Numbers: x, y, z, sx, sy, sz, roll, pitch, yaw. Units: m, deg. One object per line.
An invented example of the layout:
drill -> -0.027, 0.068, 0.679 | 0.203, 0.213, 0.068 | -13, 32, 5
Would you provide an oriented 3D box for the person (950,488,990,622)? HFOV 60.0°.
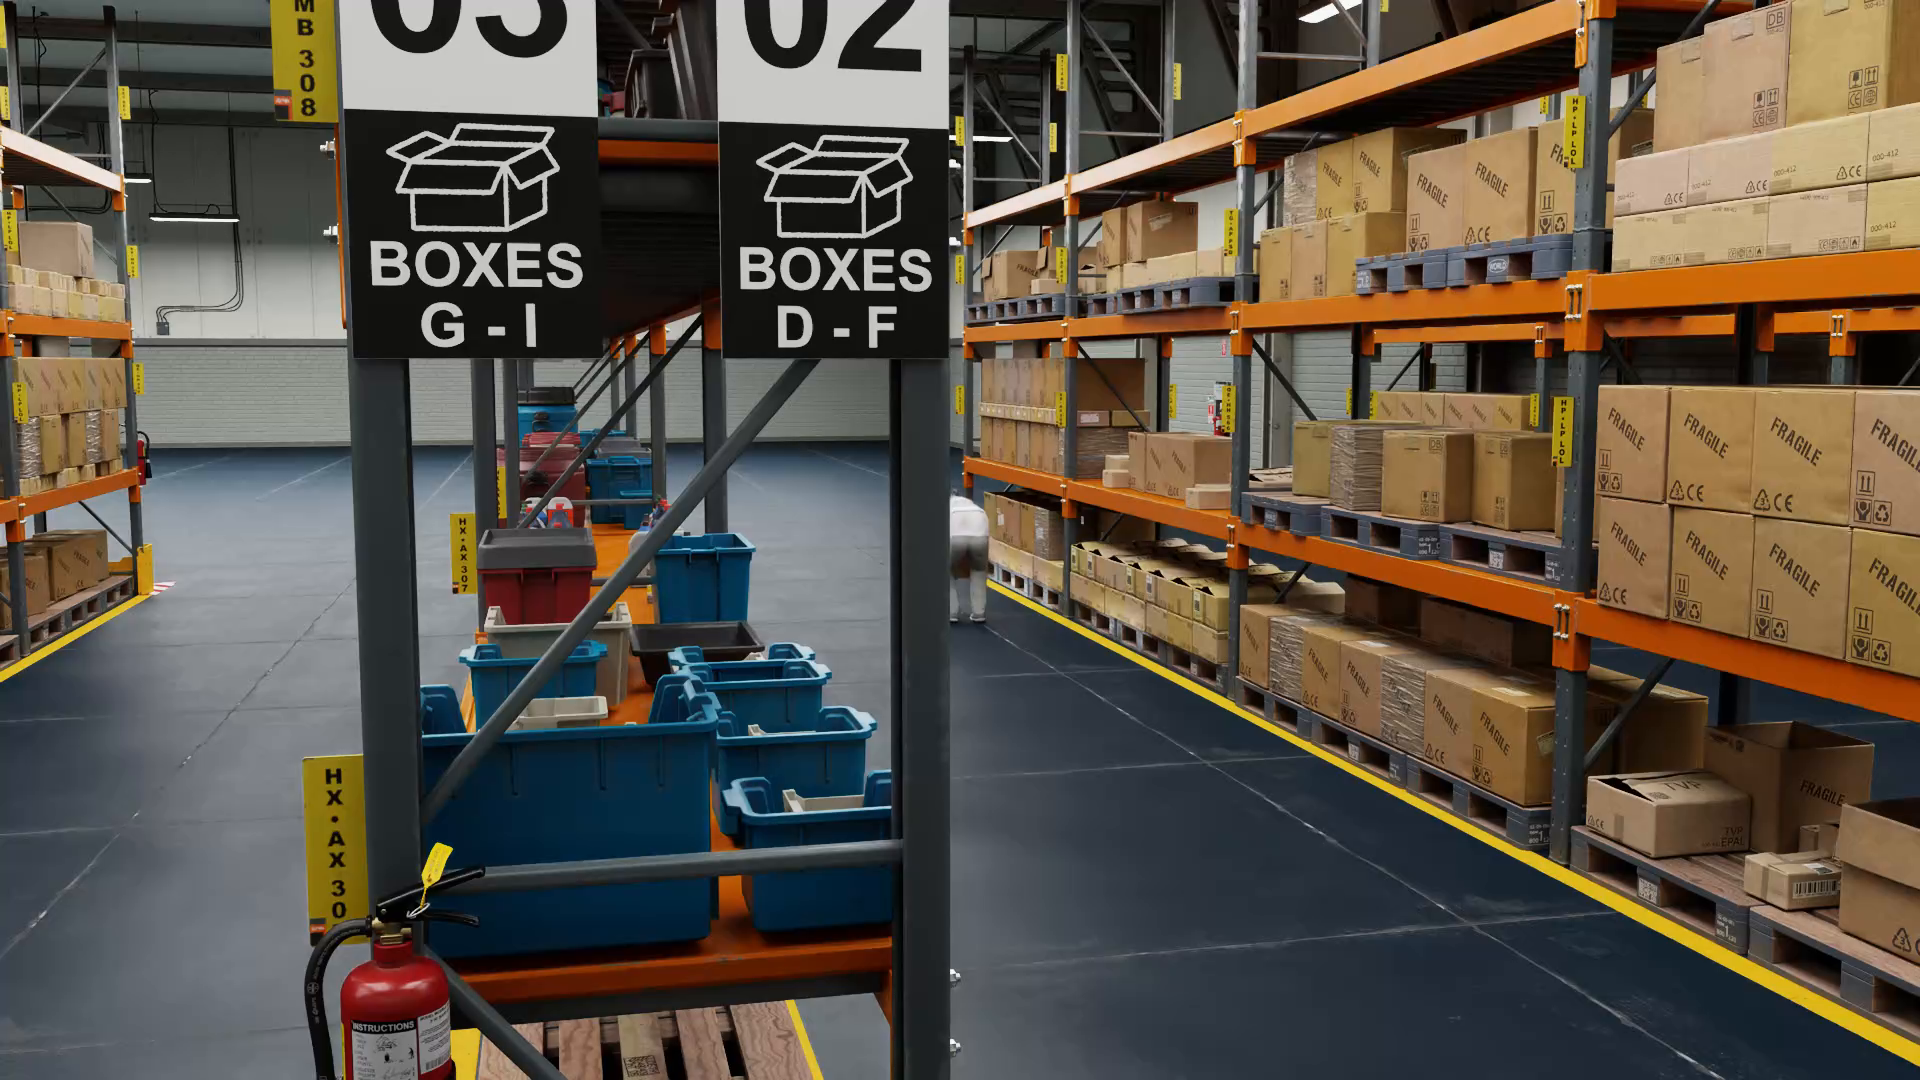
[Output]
person -> -0.013, 0.136, 15.689 | 0.511, 1.215, 1.021 | -1, 6, -13
